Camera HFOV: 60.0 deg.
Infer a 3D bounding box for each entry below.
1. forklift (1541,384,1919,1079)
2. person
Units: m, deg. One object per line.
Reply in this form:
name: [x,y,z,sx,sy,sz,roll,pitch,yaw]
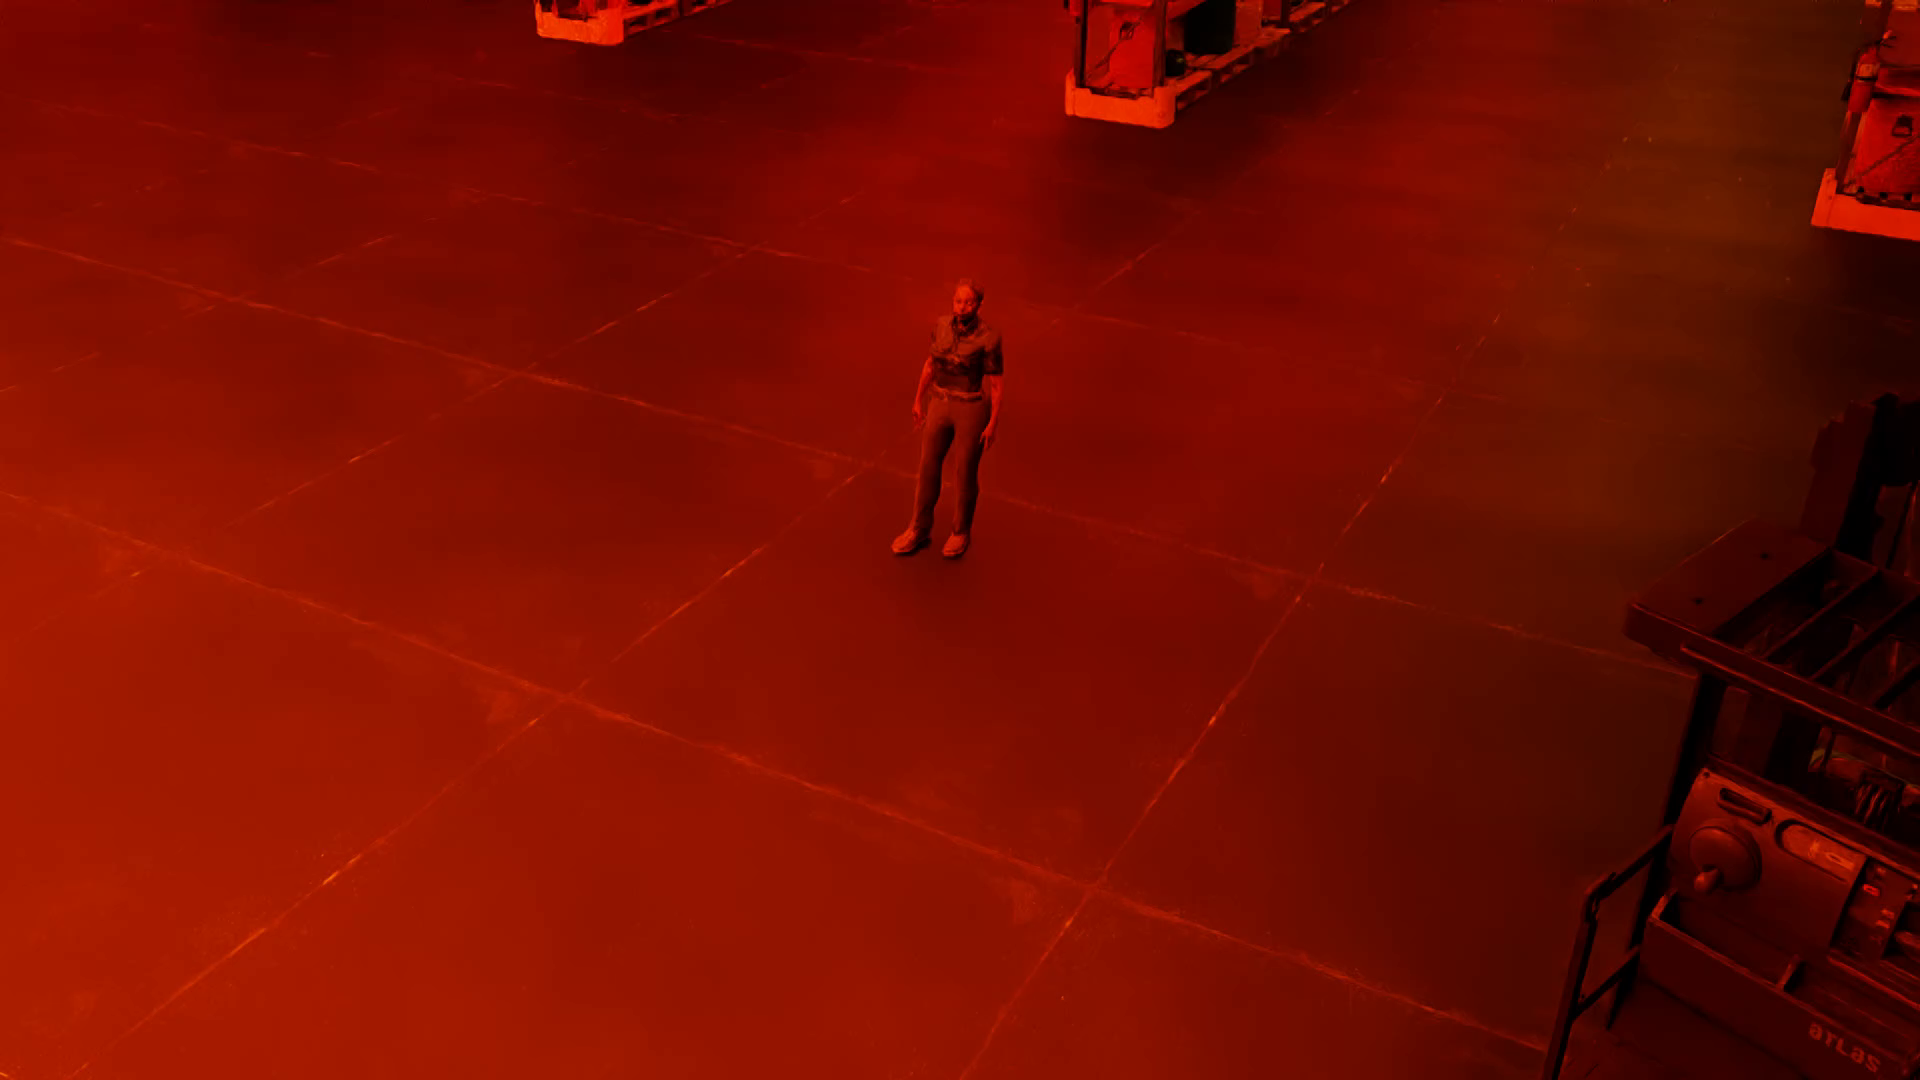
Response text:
forklift: [2.585,1.113,5.142,3.031,2.935,1.130,-24,37,-35]
person: [-0.059,-0.689,9.527,0.570,1.654,0.503,15,33,25]
